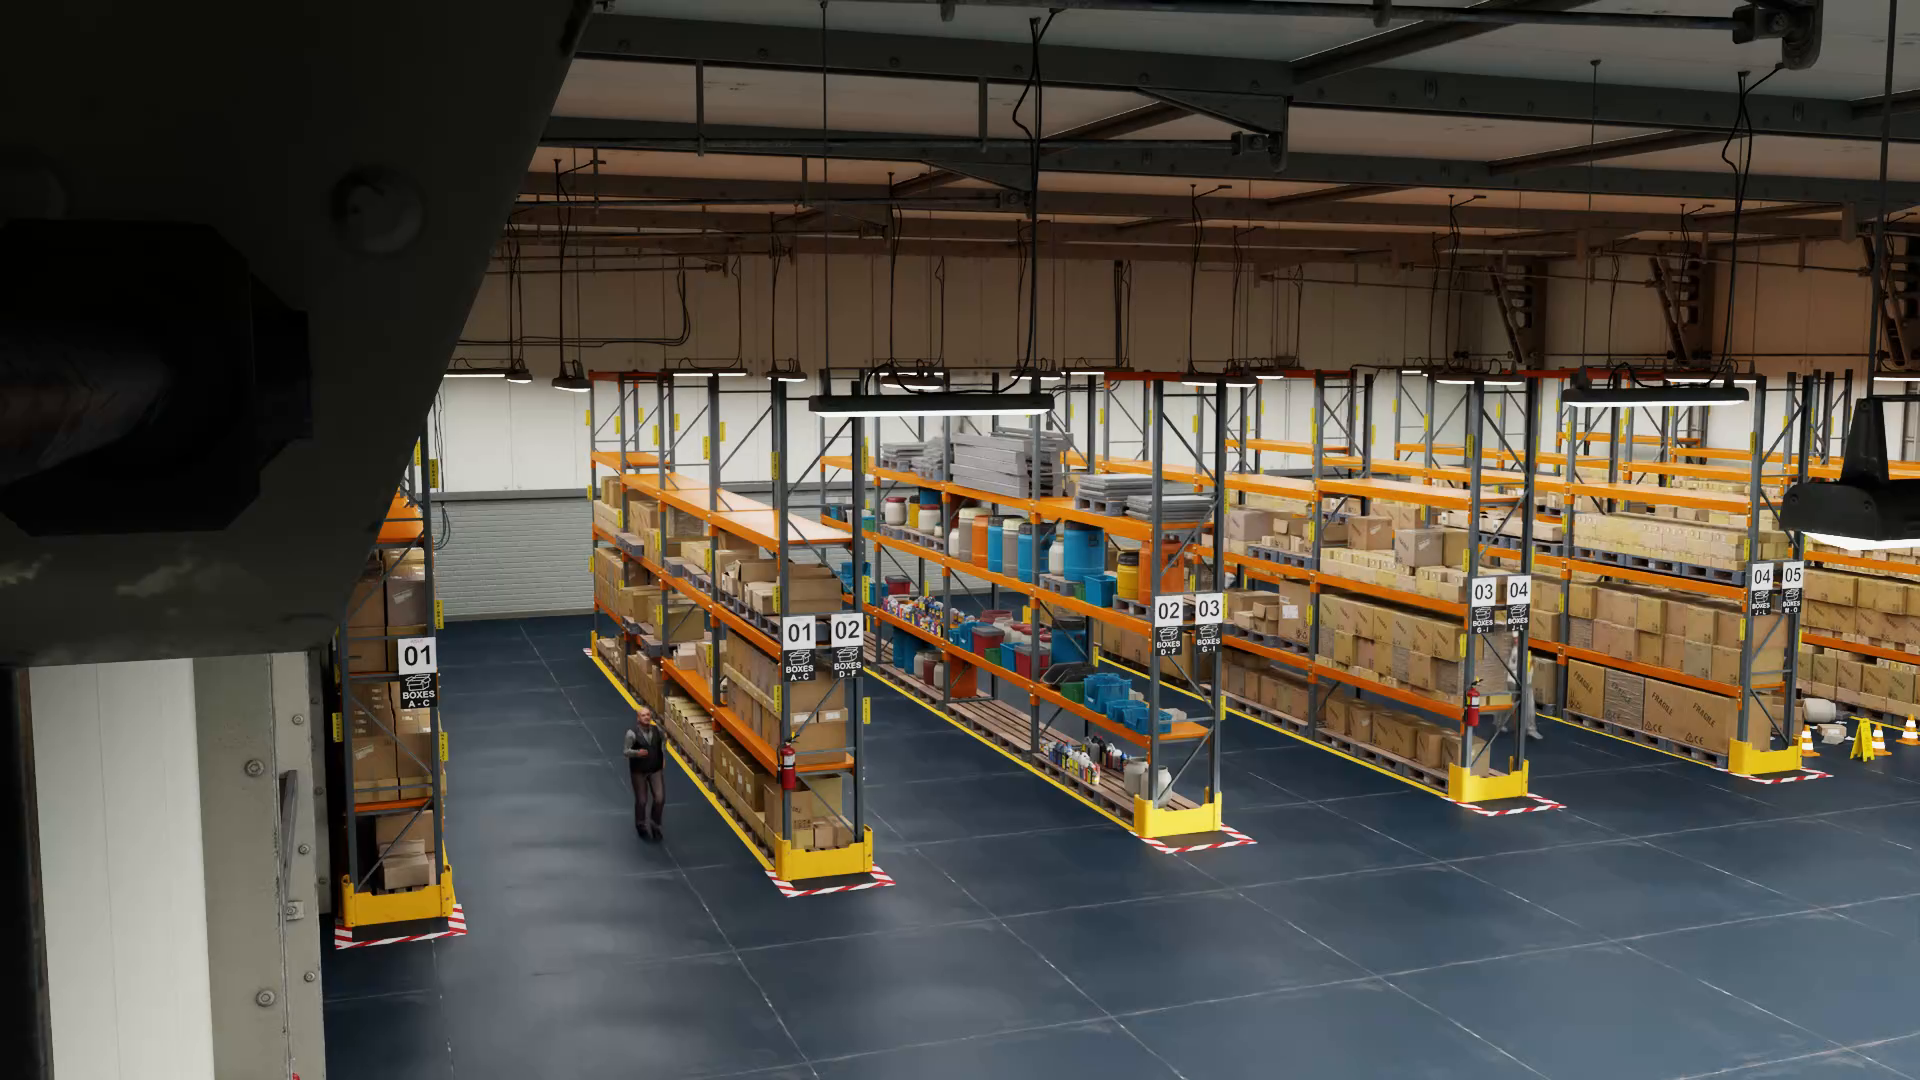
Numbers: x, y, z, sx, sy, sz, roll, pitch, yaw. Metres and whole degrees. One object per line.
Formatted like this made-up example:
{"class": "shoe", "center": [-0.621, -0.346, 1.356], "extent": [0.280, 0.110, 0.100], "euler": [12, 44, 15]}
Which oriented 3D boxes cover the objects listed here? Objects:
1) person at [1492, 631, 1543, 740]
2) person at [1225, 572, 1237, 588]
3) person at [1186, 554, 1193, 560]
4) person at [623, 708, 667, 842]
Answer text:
{"class": "person", "center": [9.240, 2.355, 27.481], "extent": [0.651, 1.784, 0.878], "euler": [-5, 8, -36]}
{"class": "person", "center": [6.743, 0.853, 41.754], "extent": [0.605, 1.638, 0.859], "euler": [2, 7, 21]}
{"class": "person", "center": [5.248, 1.151, 39.043], "extent": [0.748, 1.659, 0.575], "euler": [-2, 7, -16]}
{"class": "person", "center": [-4.079, 3.065, 21.707], "extent": [0.637, 1.760, 0.711], "euler": [-3, 7, -23]}
